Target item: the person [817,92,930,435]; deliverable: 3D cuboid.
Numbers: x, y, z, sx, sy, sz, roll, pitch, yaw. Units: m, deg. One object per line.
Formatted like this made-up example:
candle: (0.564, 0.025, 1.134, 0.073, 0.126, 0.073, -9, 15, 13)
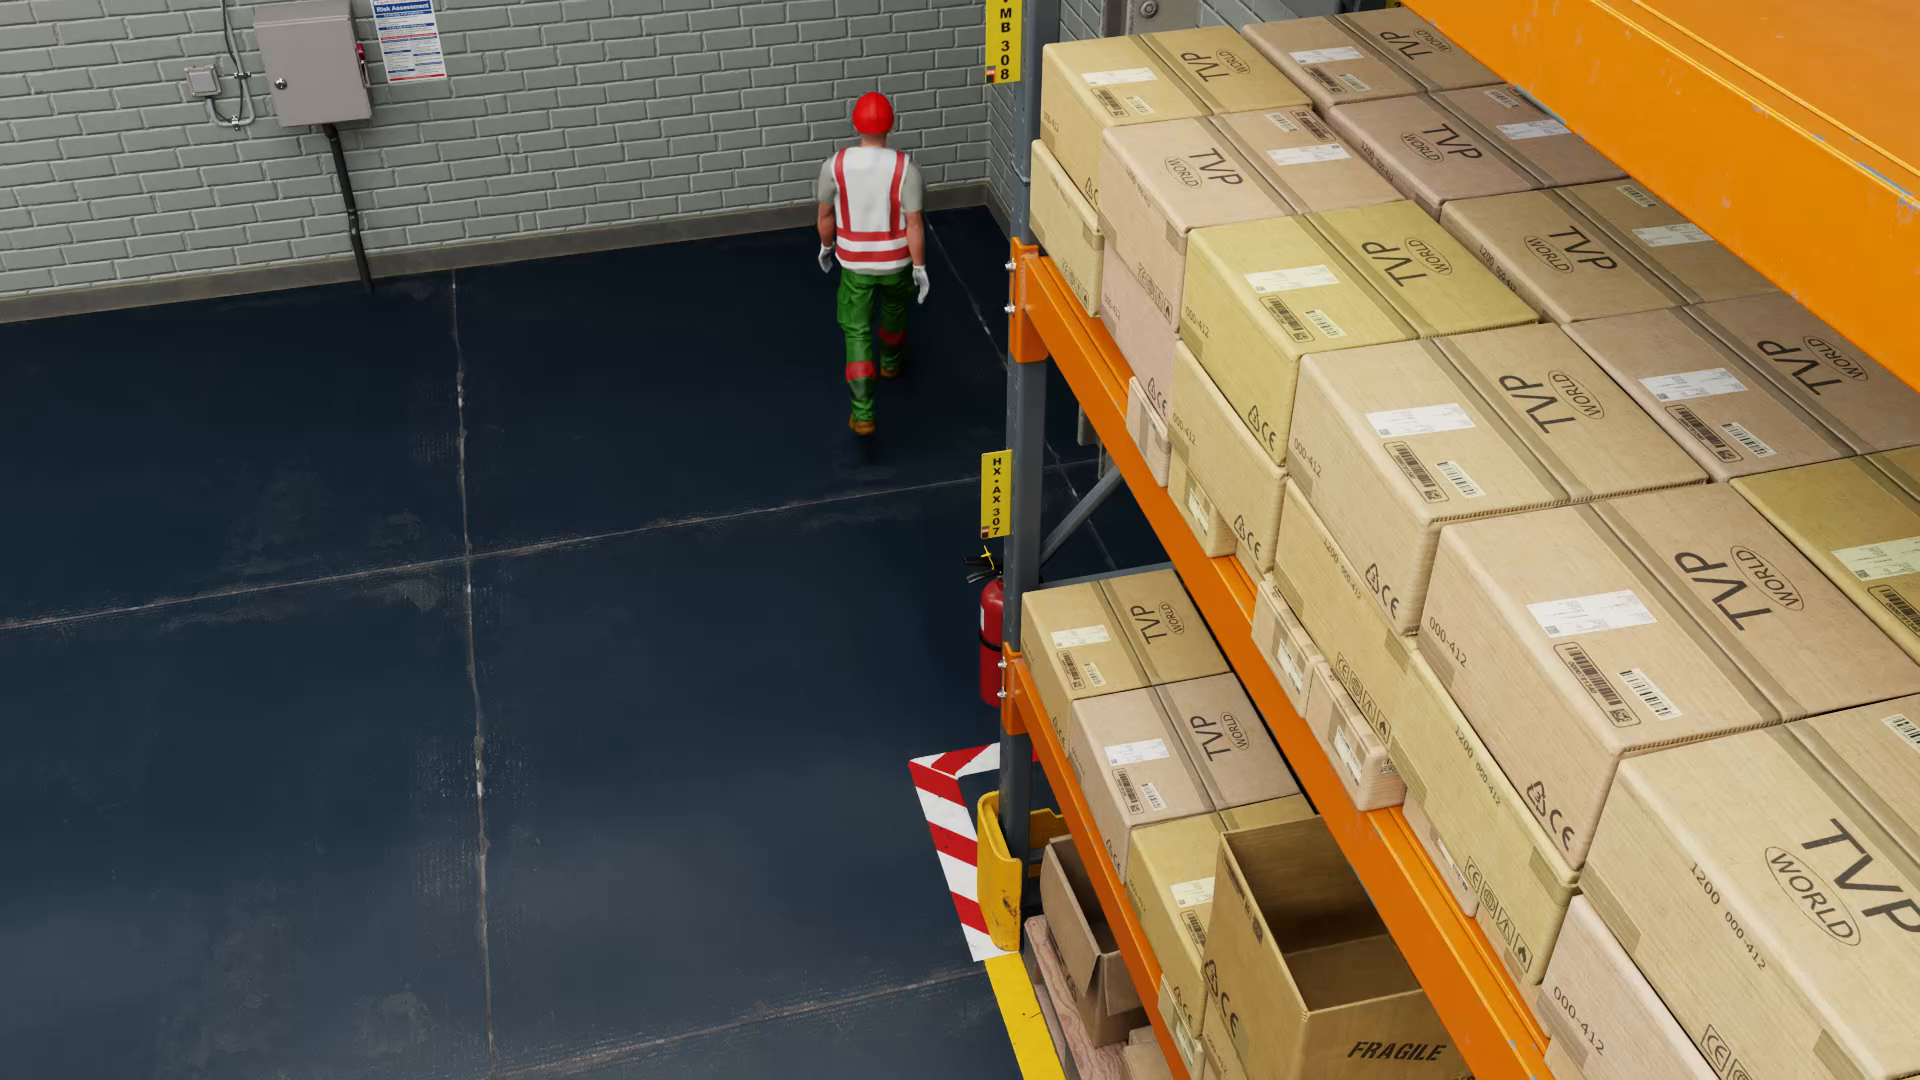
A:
person: (-0.449, -1.434, 8.569, 0.584, 1.744, 1.087, -1, 38, -1)
